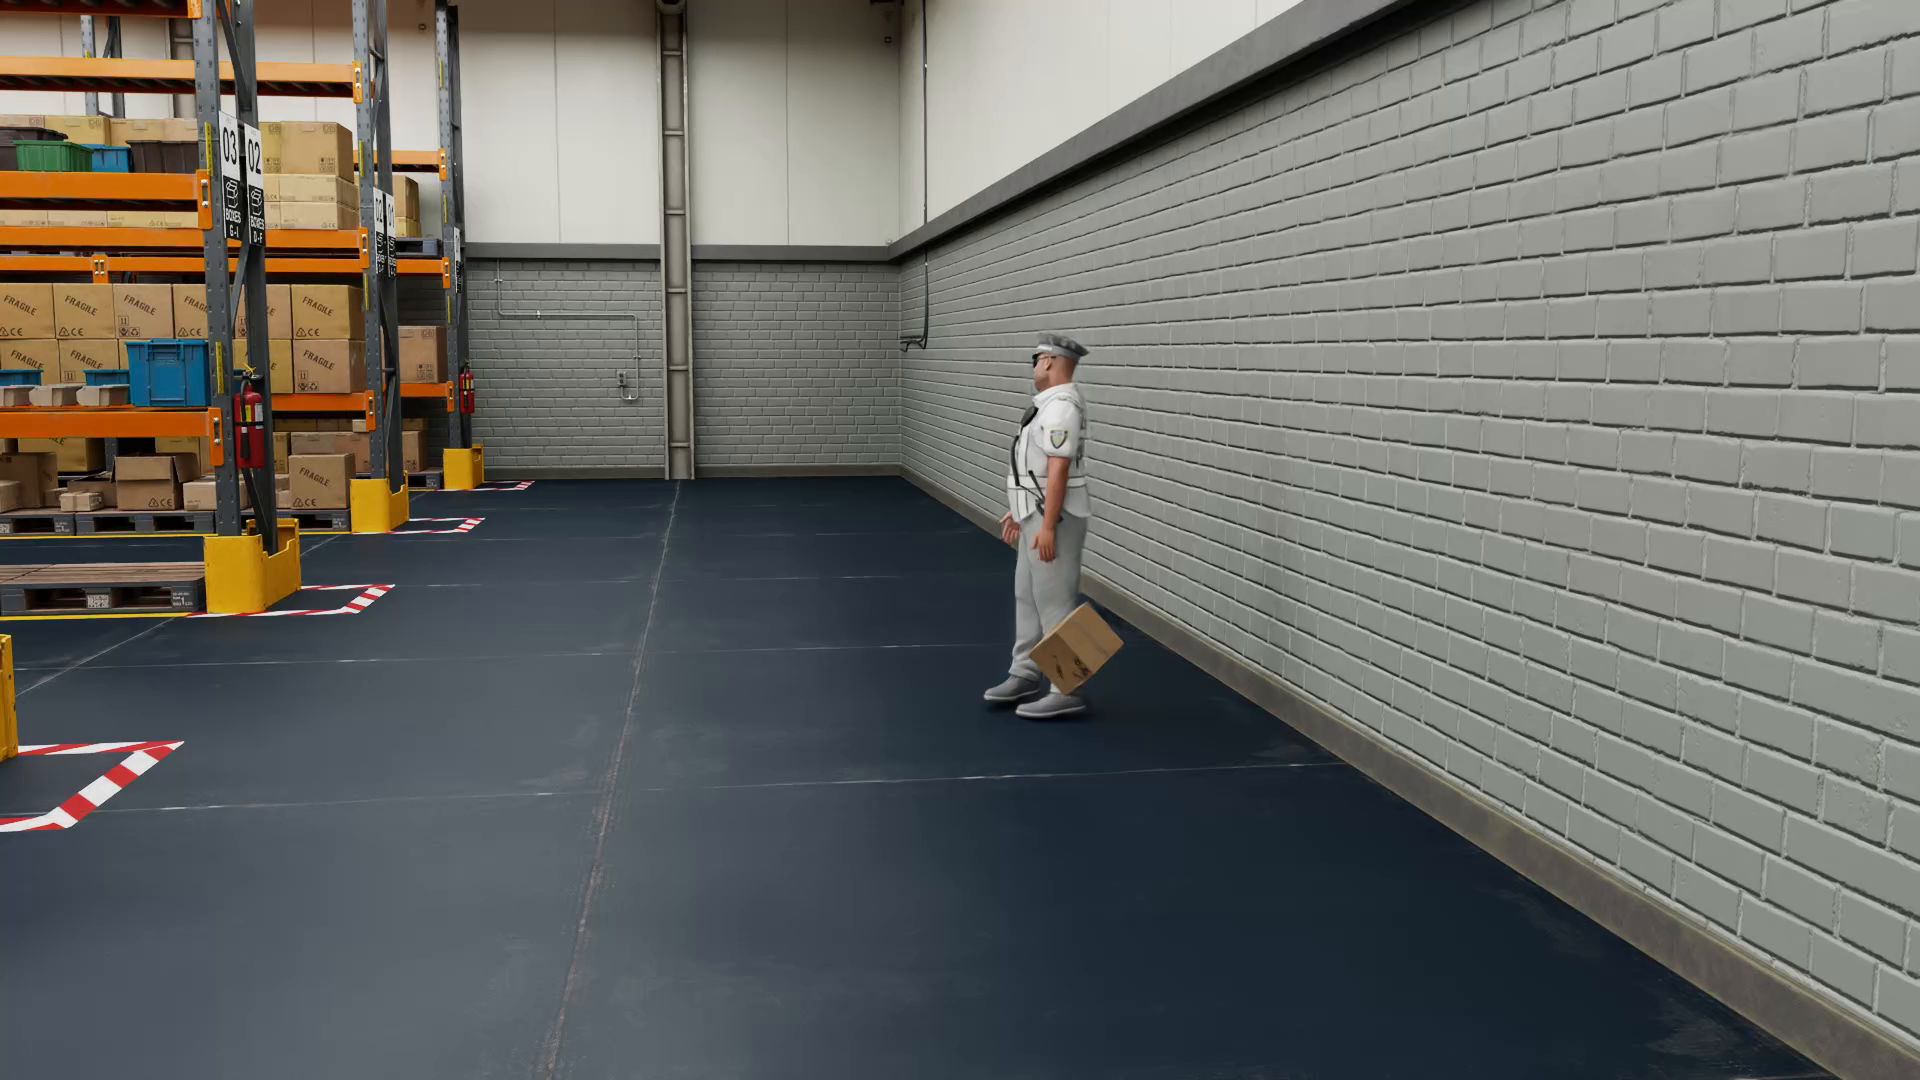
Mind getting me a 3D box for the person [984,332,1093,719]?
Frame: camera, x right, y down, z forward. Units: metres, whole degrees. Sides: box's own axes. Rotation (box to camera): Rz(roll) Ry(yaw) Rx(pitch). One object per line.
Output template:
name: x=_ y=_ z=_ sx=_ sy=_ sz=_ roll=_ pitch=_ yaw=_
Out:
person: x=0.366 y=-0.082 z=7.759 sx=0.506 sy=1.766 sz=0.538 roll=0 pitch=6 yaw=1
